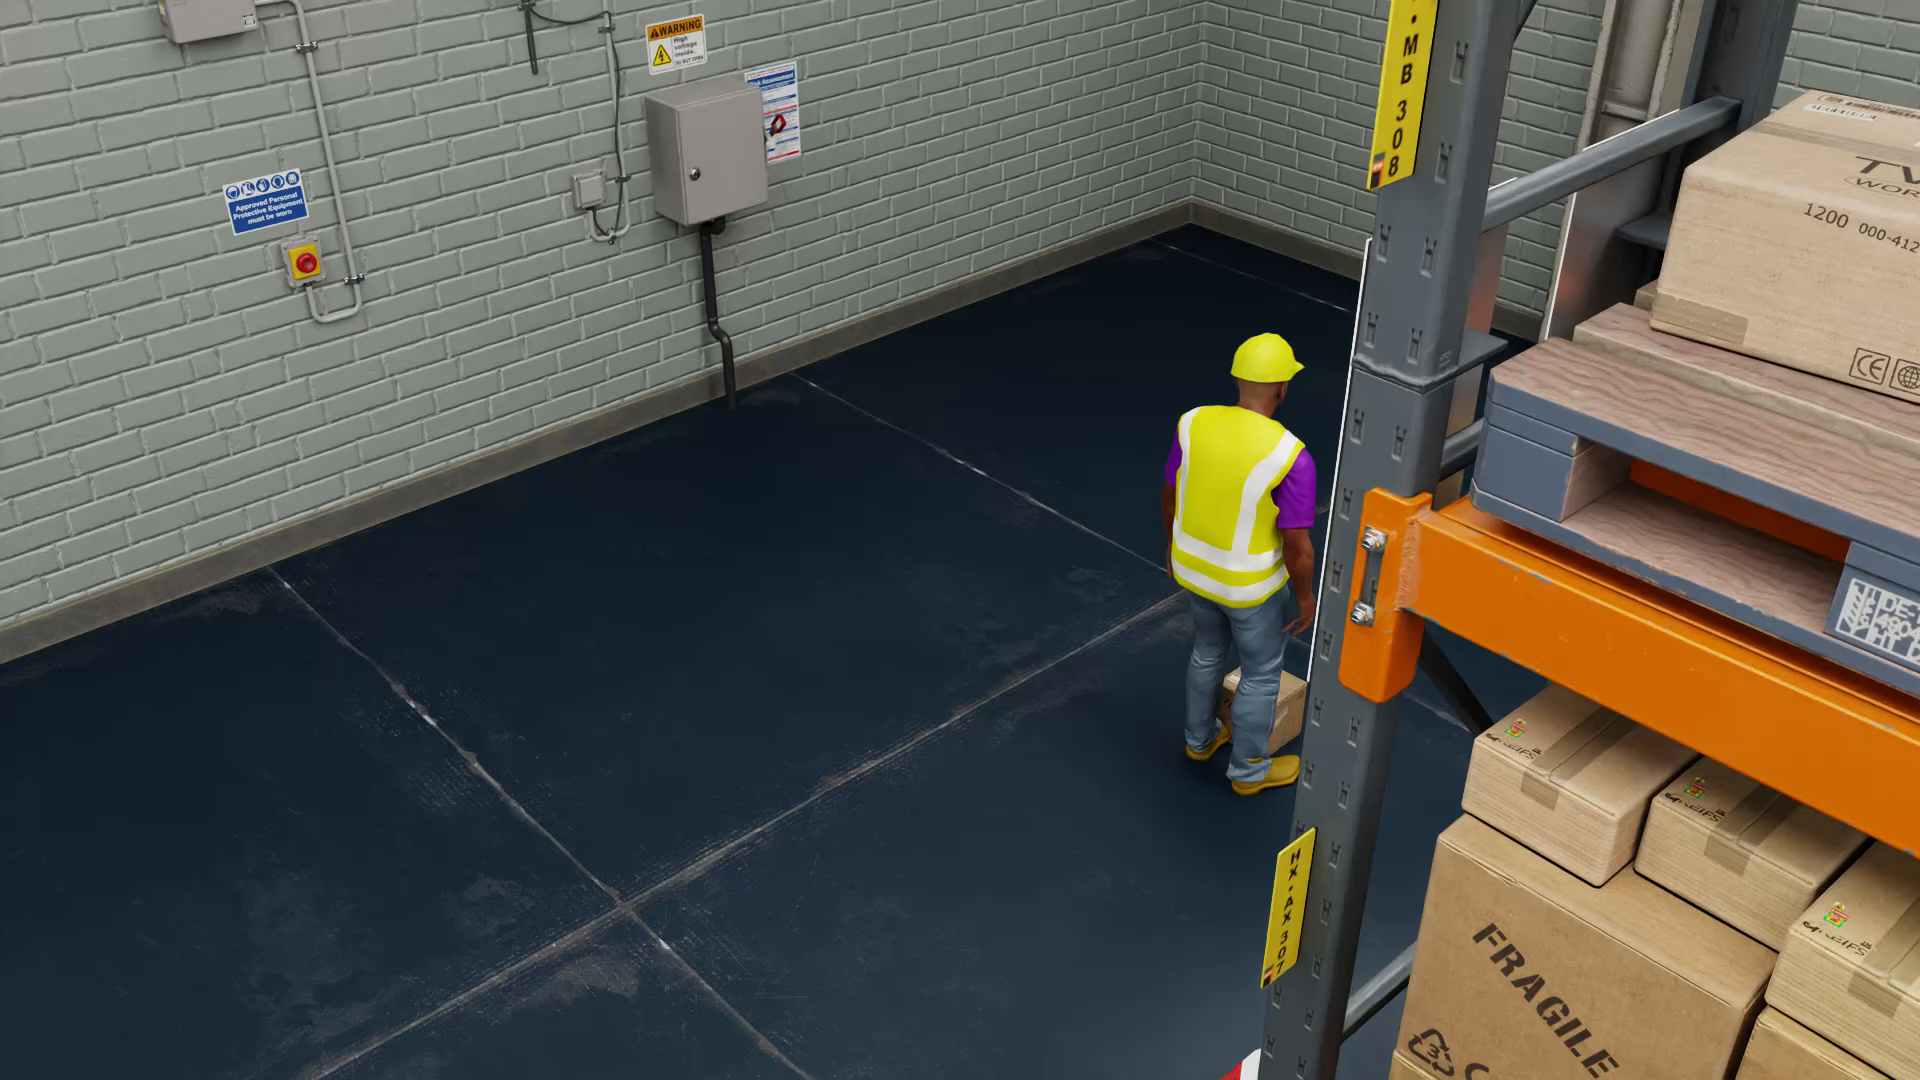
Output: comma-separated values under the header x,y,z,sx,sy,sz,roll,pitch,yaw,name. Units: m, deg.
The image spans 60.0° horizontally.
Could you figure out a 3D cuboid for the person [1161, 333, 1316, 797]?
x,y,z,sx,sy,sz,roll,pitch,yaw,name
1.000,0.099,5.958,0.628,1.759,0.462,27,41,36,person
